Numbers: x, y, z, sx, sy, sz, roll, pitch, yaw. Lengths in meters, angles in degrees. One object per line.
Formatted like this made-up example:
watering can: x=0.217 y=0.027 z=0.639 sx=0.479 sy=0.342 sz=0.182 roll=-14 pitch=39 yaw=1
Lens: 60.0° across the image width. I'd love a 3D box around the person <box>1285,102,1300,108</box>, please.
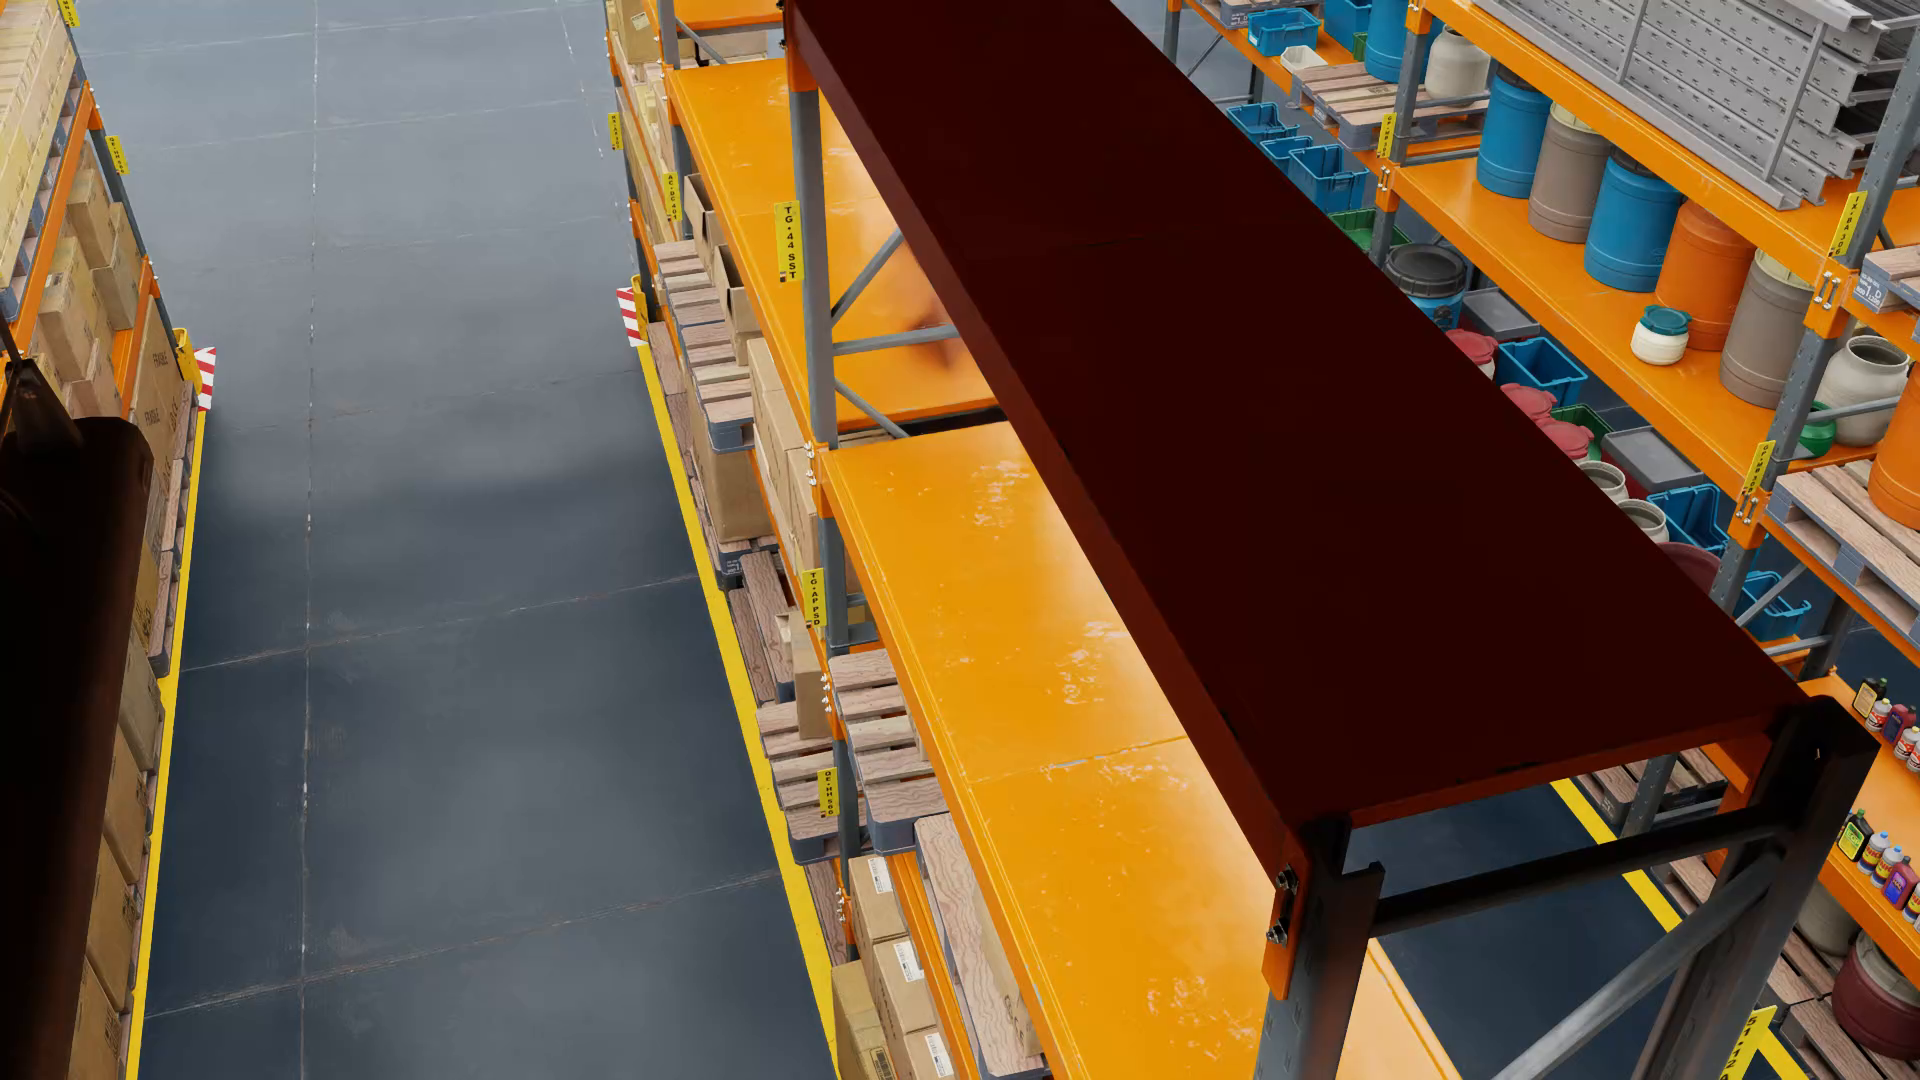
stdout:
person: x=4.101 y=-5.558 z=18.597 sx=0.741 sy=1.592 sz=0.545 roll=7 pitch=39 yaw=8
